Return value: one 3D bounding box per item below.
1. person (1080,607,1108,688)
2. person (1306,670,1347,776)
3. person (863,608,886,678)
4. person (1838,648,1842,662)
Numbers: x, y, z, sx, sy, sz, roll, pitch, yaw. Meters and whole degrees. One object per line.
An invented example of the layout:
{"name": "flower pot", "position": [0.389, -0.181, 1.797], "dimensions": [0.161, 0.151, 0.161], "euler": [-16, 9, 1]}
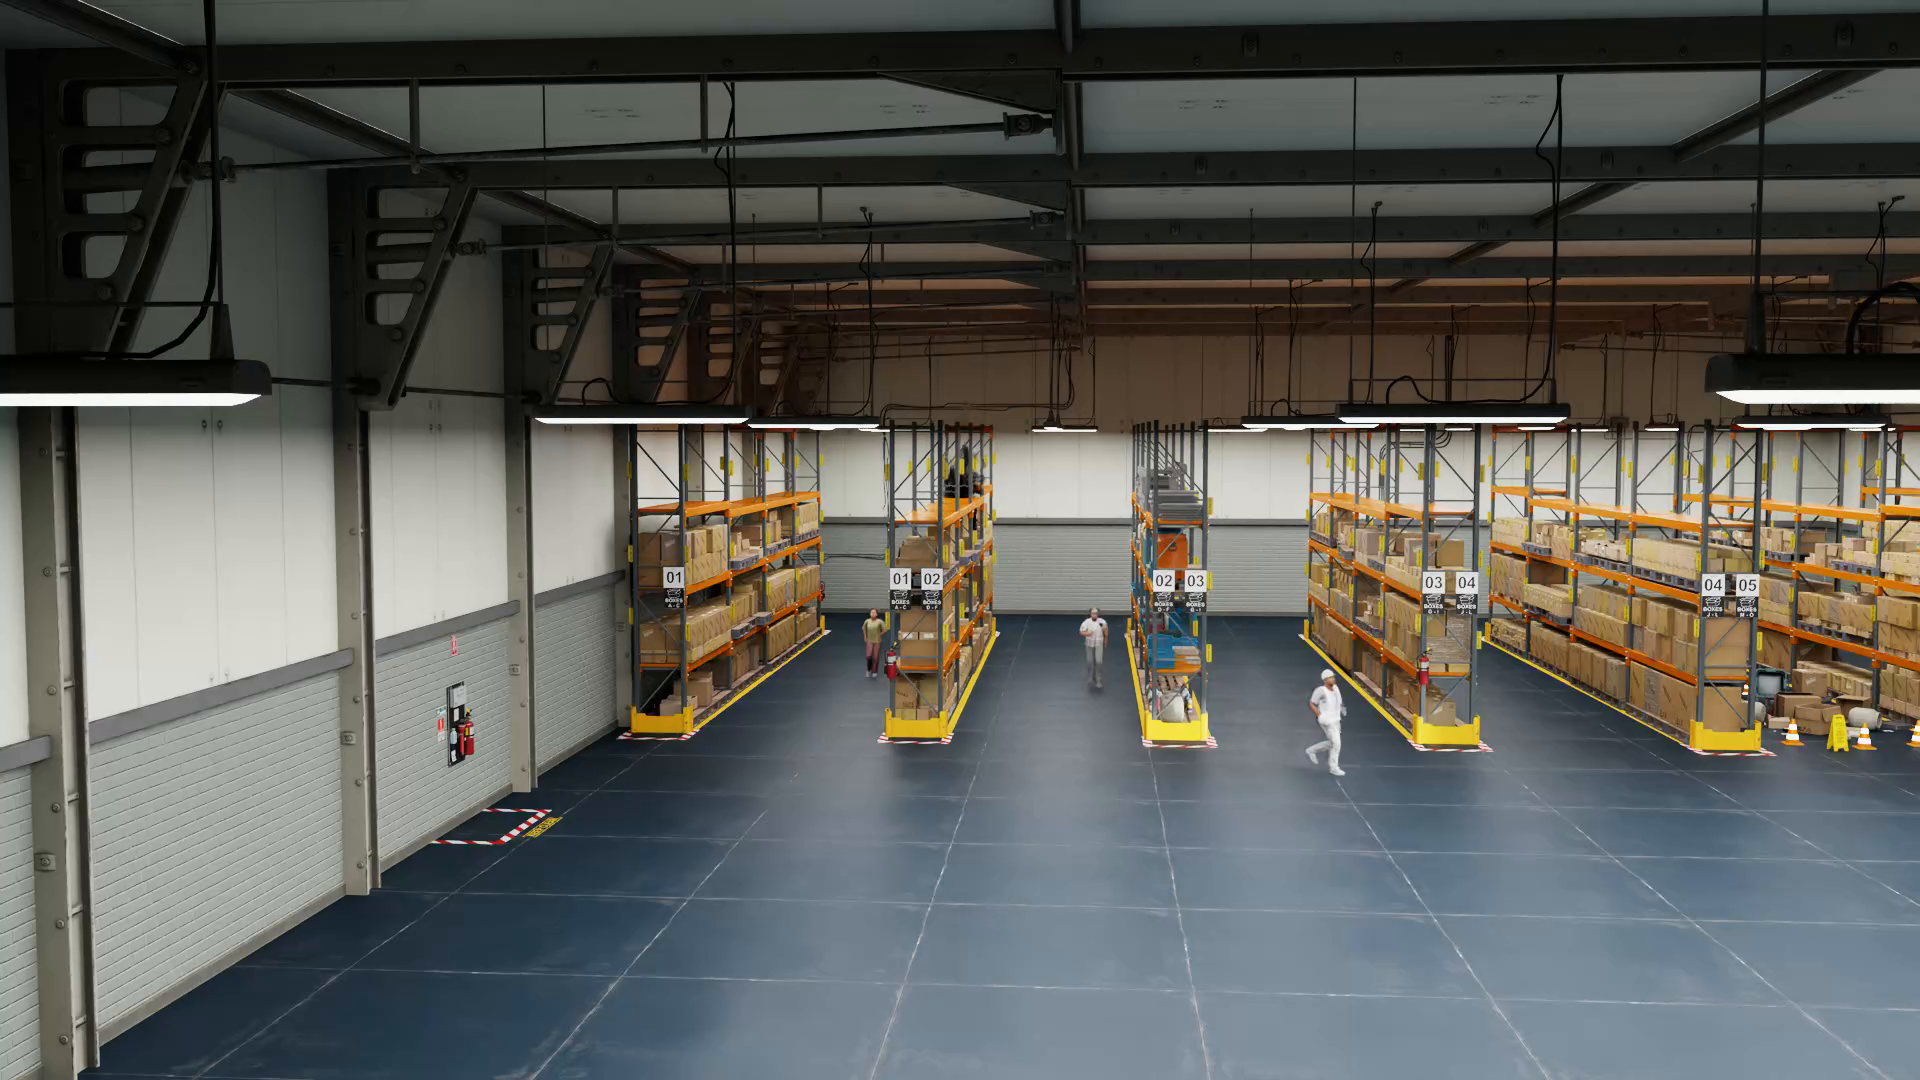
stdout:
{"name": "person", "position": [3.052, 2.444, 37.921], "dimensions": [0.652, 1.859, 0.832], "euler": [0, 4, 3]}
{"name": "person", "position": [6.210, 3.068, 28.166], "dimensions": [0.765, 1.770, 0.674], "euler": [3, 5, 42]}
{"name": "person", "position": [-2.016, 2.418, 39.070], "dimensions": [0.581, 1.647, 0.623], "euler": [0, 4, 2]}
{"name": "person", "position": [21.573, 2.334, 40.874], "dimensions": [0.584, 1.602, 0.720], "euler": [0, 4, 3]}
